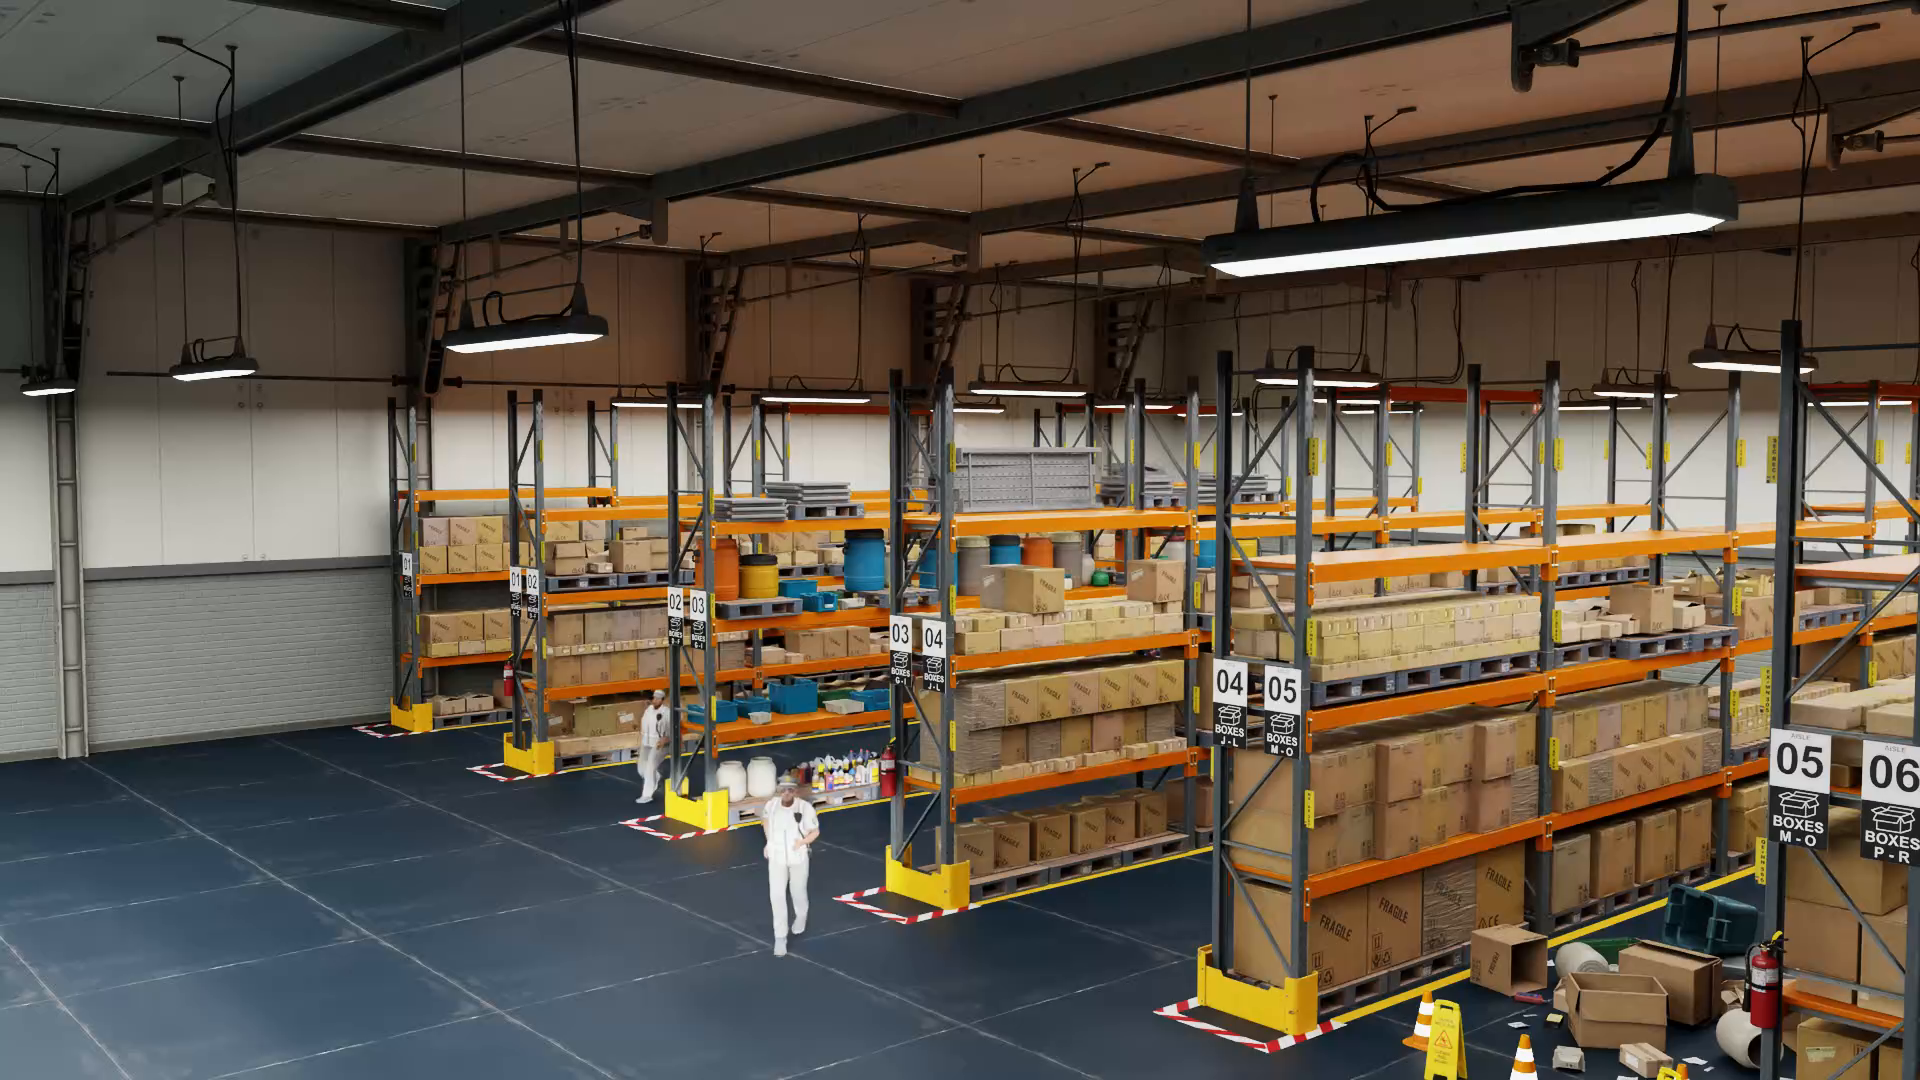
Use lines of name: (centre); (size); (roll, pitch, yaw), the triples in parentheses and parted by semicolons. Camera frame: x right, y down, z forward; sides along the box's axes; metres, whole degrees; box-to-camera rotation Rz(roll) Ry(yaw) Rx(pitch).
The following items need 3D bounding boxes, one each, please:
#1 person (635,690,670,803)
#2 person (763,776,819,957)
person: (-4.345, 2.954, 23.978); (0.628, 1.620, 0.635); (2, 4, 25)
person: (-1.744, 3.285, 17.151); (0.604, 1.804, 0.940); (0, 3, -1)
